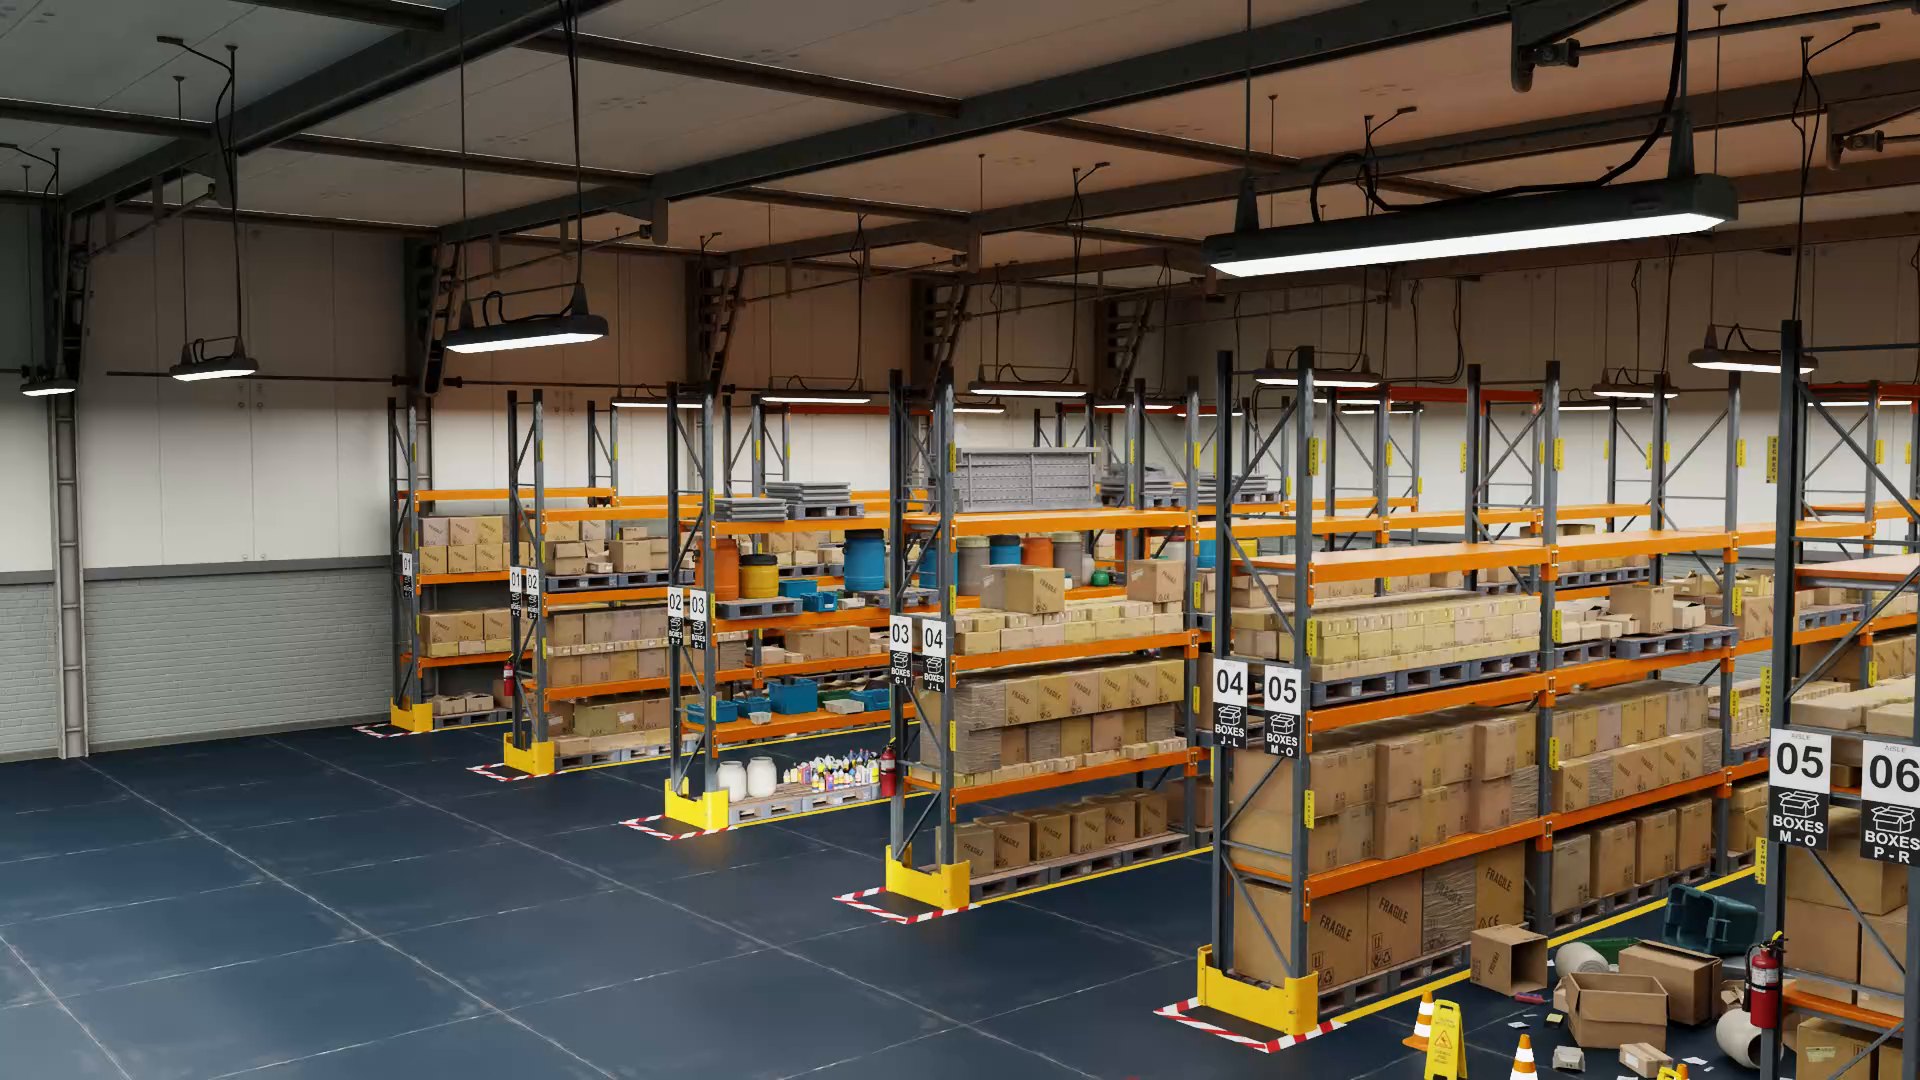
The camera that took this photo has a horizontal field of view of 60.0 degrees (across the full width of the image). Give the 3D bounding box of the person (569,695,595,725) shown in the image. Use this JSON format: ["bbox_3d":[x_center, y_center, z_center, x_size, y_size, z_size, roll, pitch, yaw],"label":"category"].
[{"bbox_3d":[-6.488,2.651,28.690,0.554,1.642,0.645,3,4,37],"label":"person"}]

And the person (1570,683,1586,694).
[{"bbox_3d":[9.121,2.898,24.665,0.710,1.671,0.646,-3,5,-43],"label":"person"}]
